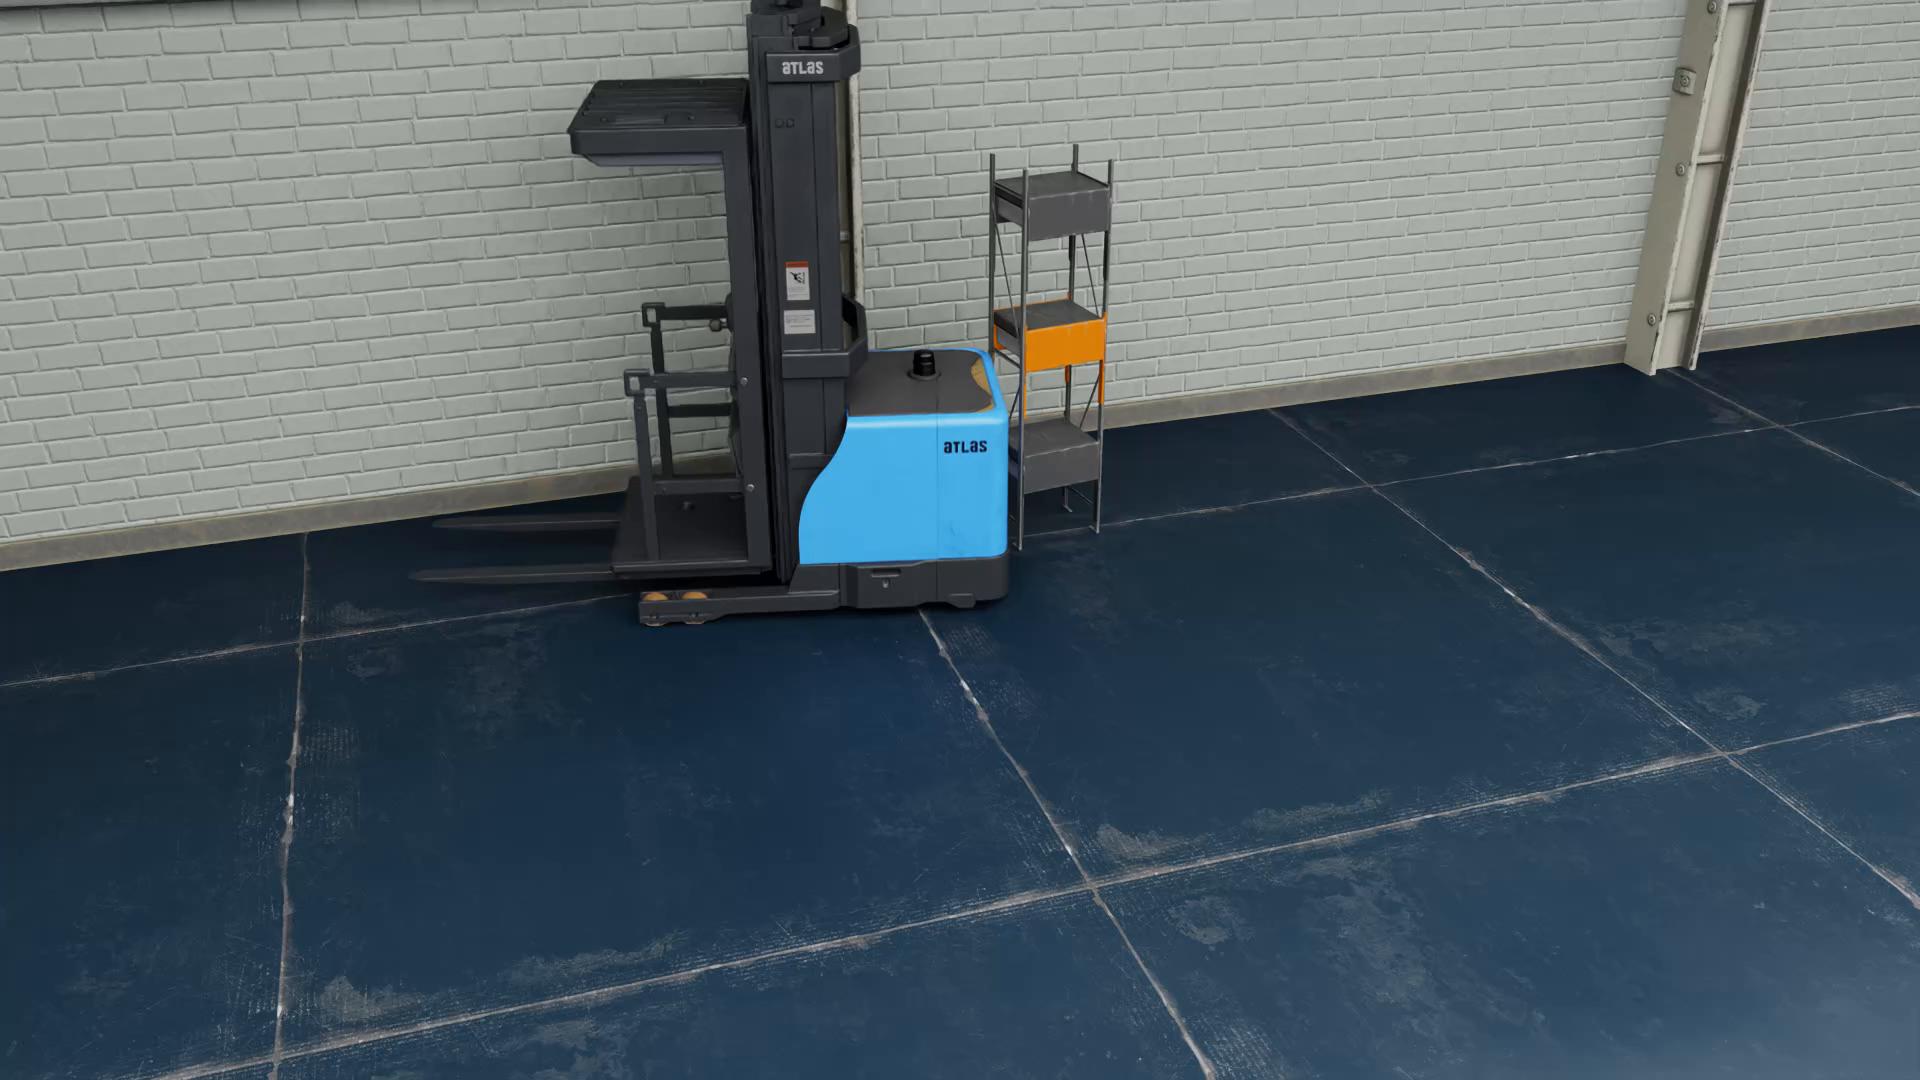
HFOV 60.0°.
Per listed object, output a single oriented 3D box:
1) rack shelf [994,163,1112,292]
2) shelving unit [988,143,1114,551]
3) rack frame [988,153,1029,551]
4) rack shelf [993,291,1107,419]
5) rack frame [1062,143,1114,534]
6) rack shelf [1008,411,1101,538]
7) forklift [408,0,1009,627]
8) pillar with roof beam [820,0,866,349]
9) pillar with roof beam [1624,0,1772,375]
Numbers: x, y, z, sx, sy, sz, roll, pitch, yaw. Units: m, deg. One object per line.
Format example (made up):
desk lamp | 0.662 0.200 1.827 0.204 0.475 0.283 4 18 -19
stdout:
rack shelf | 0.466 -1.624 8.616 0.480 0.518 0.431 -12 29 -23
shelving unit | 0.466 -1.009 8.922 0.503 2.100 0.431 -12 29 -23
rack frame | 0.246 -0.962 8.827 0.015 2.100 0.400 -12 29 -23
rack shelf | 0.466 -0.997 8.928 0.480 0.518 0.431 -12 29 -23
rack frame | 0.686 -1.056 9.016 0.015 2.100 0.400 -12 29 -23
rack shelf | 0.466 -0.370 9.239 0.480 0.518 0.431 -12 29 -23
forklift | -1.295 -1.122 8.213 3.031 2.935 1.130 -2 26 -4
pillar with roof beam | 0.556 -2.620 4.407 0.400 9.000 9.100 -8 28 -16
pillar with roof beam | 6.261 -3.446 6.072 0.400 9.000 9.100 -8 28 -16
